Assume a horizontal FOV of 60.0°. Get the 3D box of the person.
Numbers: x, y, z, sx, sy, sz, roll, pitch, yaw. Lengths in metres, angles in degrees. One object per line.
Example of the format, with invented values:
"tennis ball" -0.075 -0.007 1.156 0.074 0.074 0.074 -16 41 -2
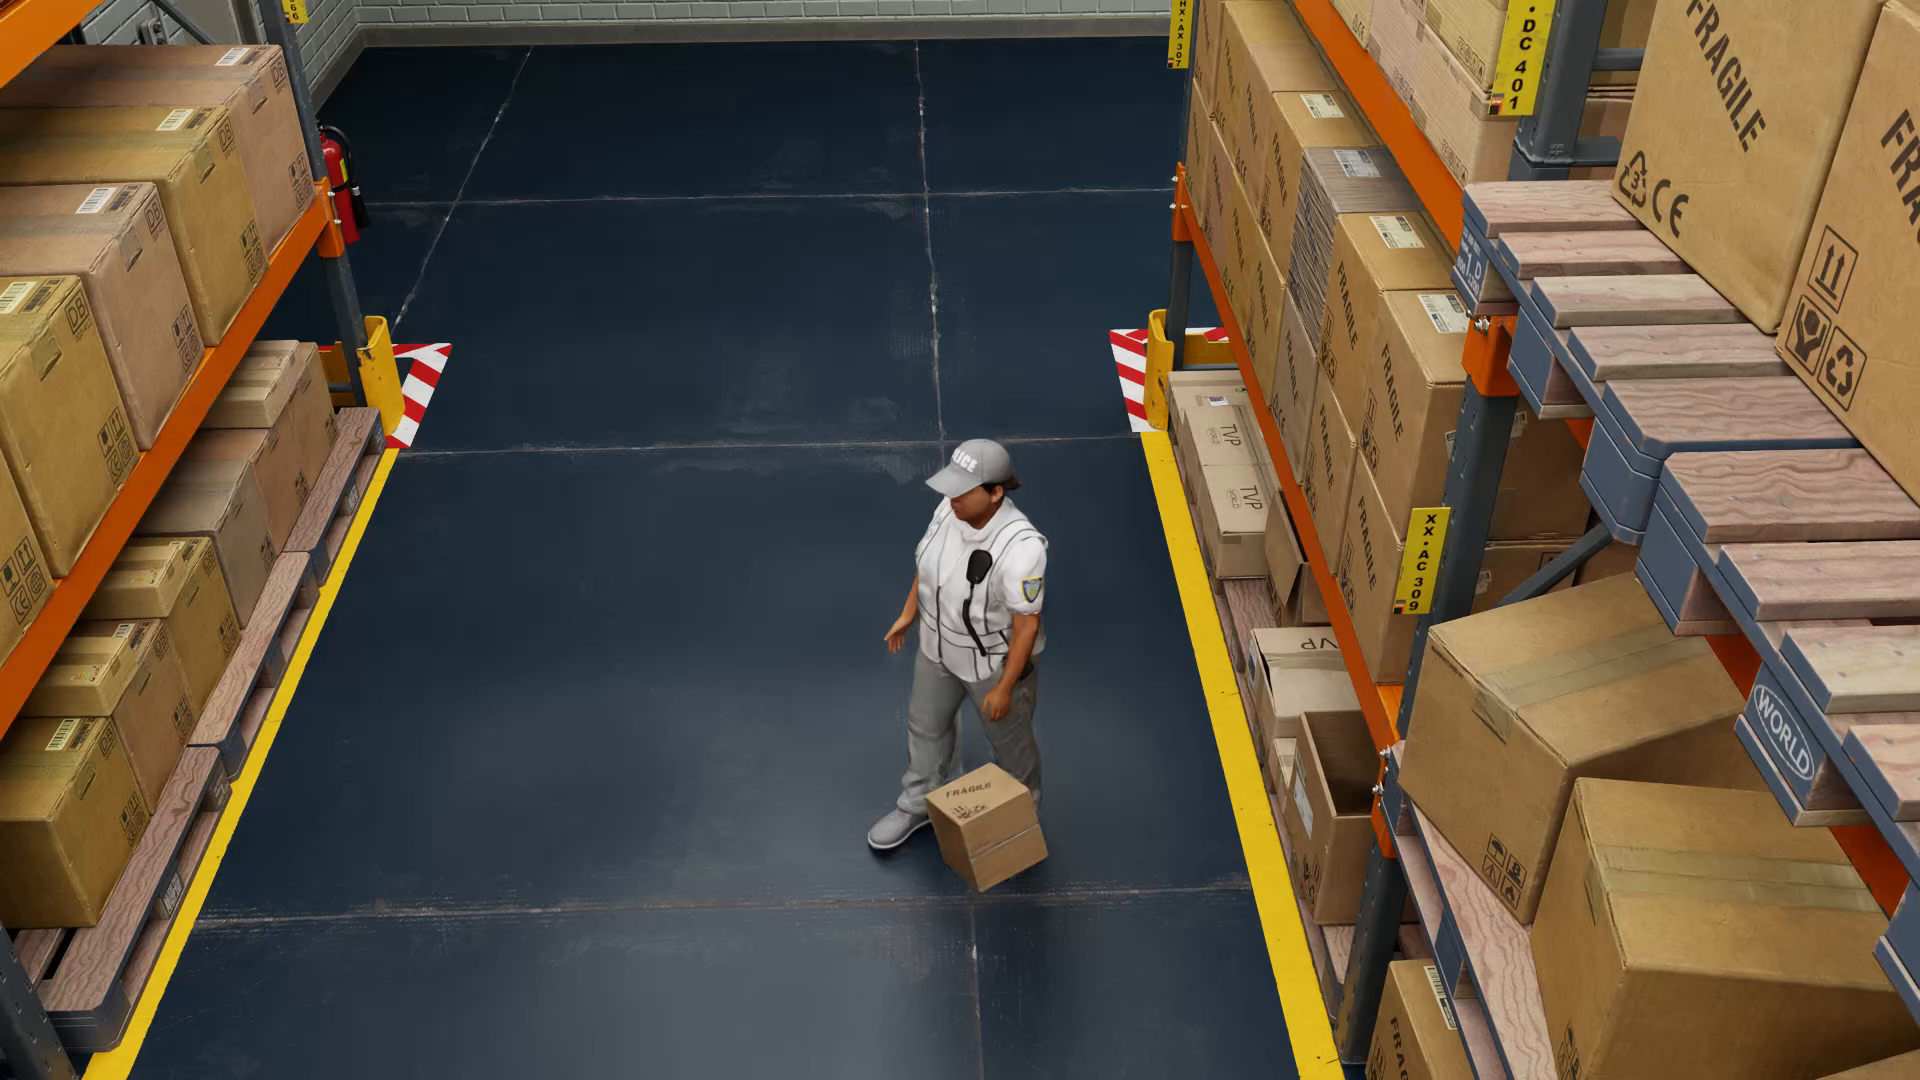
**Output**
"person" -0.004 0.397 5.561 0.565 1.661 0.585 -29 45 -34
